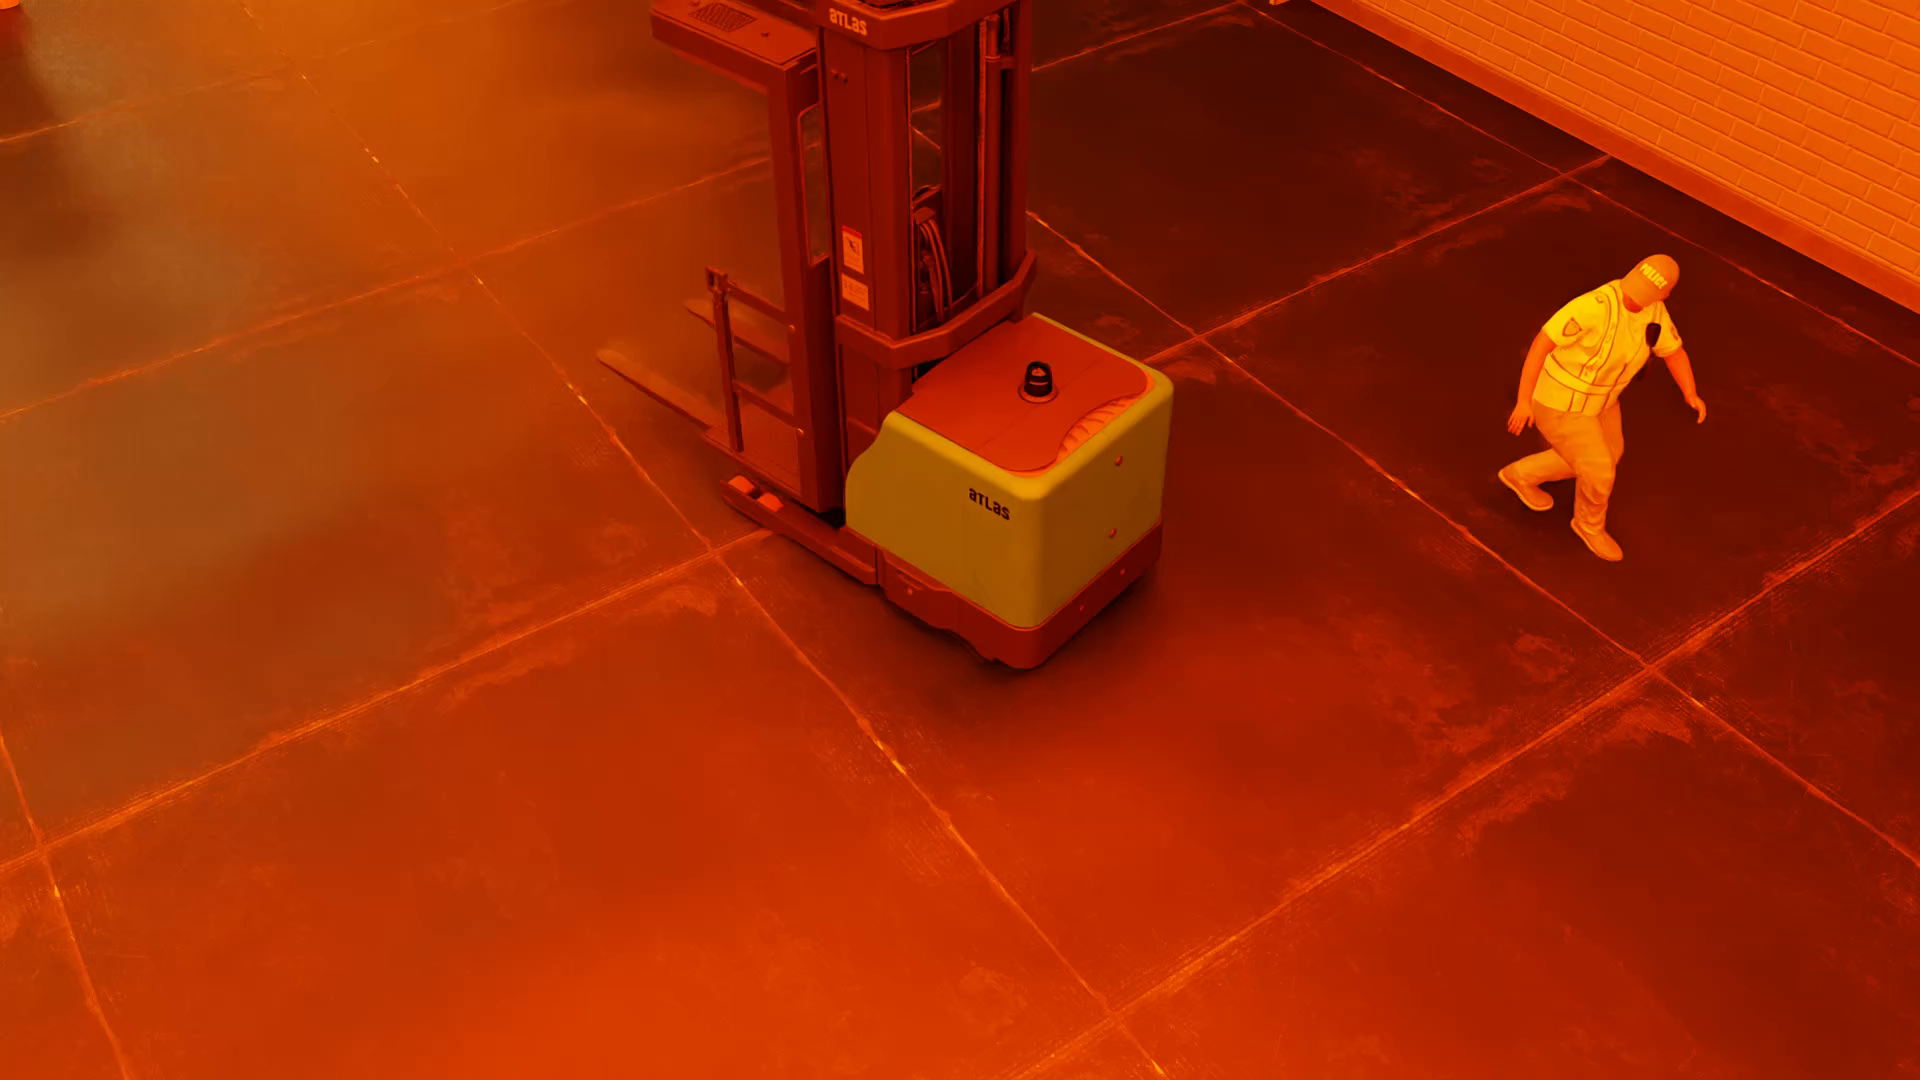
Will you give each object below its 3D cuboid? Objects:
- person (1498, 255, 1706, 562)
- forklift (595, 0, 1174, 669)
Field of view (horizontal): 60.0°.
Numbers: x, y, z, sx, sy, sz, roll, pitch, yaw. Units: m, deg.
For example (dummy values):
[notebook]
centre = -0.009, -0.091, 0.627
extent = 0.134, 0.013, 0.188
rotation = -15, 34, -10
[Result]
[person]
centre = 2.822, -0.566, 7.378
extent = 0.803, 1.541, 0.808
rotation = -27, 49, -26
[forklift]
centre = -0.523, -1.376, 7.208
extent = 3.031, 2.935, 1.130
rotation = 30, 51, 29
